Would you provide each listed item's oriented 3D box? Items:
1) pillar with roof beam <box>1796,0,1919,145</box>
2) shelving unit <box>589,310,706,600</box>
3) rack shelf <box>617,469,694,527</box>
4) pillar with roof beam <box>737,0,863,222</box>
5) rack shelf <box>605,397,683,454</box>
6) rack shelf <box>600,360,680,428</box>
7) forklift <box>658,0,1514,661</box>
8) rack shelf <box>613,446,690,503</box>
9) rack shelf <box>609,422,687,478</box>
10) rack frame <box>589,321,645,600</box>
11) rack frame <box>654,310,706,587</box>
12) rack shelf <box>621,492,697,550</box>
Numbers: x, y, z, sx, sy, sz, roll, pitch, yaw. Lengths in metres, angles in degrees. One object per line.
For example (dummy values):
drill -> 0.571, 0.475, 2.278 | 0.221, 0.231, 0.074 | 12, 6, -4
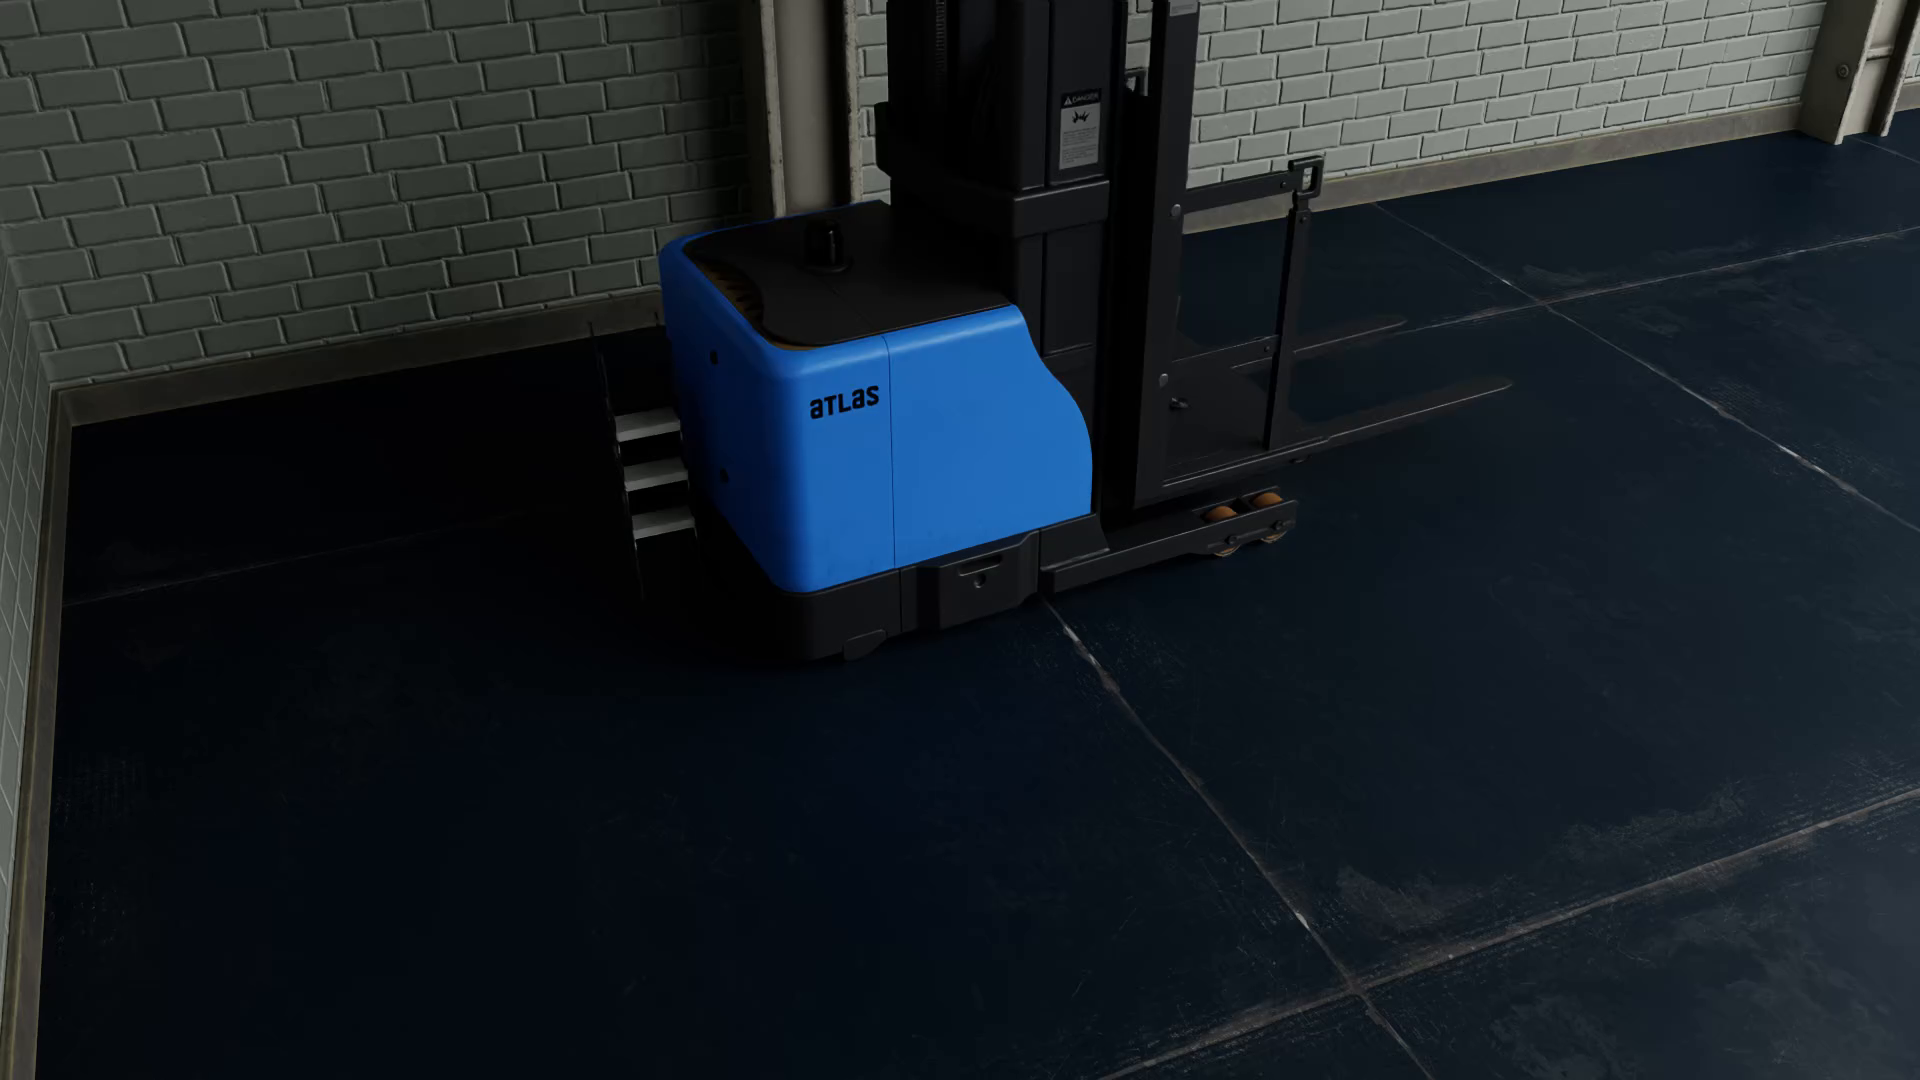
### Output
pillar with roof beam -> 6.553, -3.880, 3.462 | 0.400, 9.000, 9.100 | -13, 35, -19
shelving unit -> -0.994, -0.261, 5.319 | 0.210, 0.900, 0.258 | -12, 35, -15
rack shelf -> -0.989, -0.158, 5.388 | 0.200, 0.077, 0.258 | -12, 35, -15
pillar with roof beam -> 1.021, -2.613, 1.515 | 0.400, 9.000, 9.100 | -13, 35, -19
rack shelf -> -0.999, -0.383, 5.238 | 0.200, 0.077, 0.258 | -12, 35, -15
rack shelf -> -1.002, -0.458, 5.188 | 0.200, 0.077, 0.258 | -12, 35, -15
forklift -> 0.585, -1.413, 5.235 | 3.031, 2.935, 1.130 | -16, 36, -23
rack shelf -> -0.992, -0.233, 5.338 | 0.200, 0.077, 0.258 | -12, 35, -15
rack shelf -> -0.996, -0.308, 5.288 | 0.200, 0.077, 0.258 | -12, 35, -15
rack frame -> -1.090, -0.240, 5.294 | 0.006, 0.900, 0.240 | -12, 35, -15
rack frame -> -0.897, -0.282, 5.345 | 0.006, 0.900, 0.240 | -12, 35, -15
rack shelf -> -0.986, -0.084, 5.438 | 0.200, 0.077, 0.258 | -12, 35, -15
